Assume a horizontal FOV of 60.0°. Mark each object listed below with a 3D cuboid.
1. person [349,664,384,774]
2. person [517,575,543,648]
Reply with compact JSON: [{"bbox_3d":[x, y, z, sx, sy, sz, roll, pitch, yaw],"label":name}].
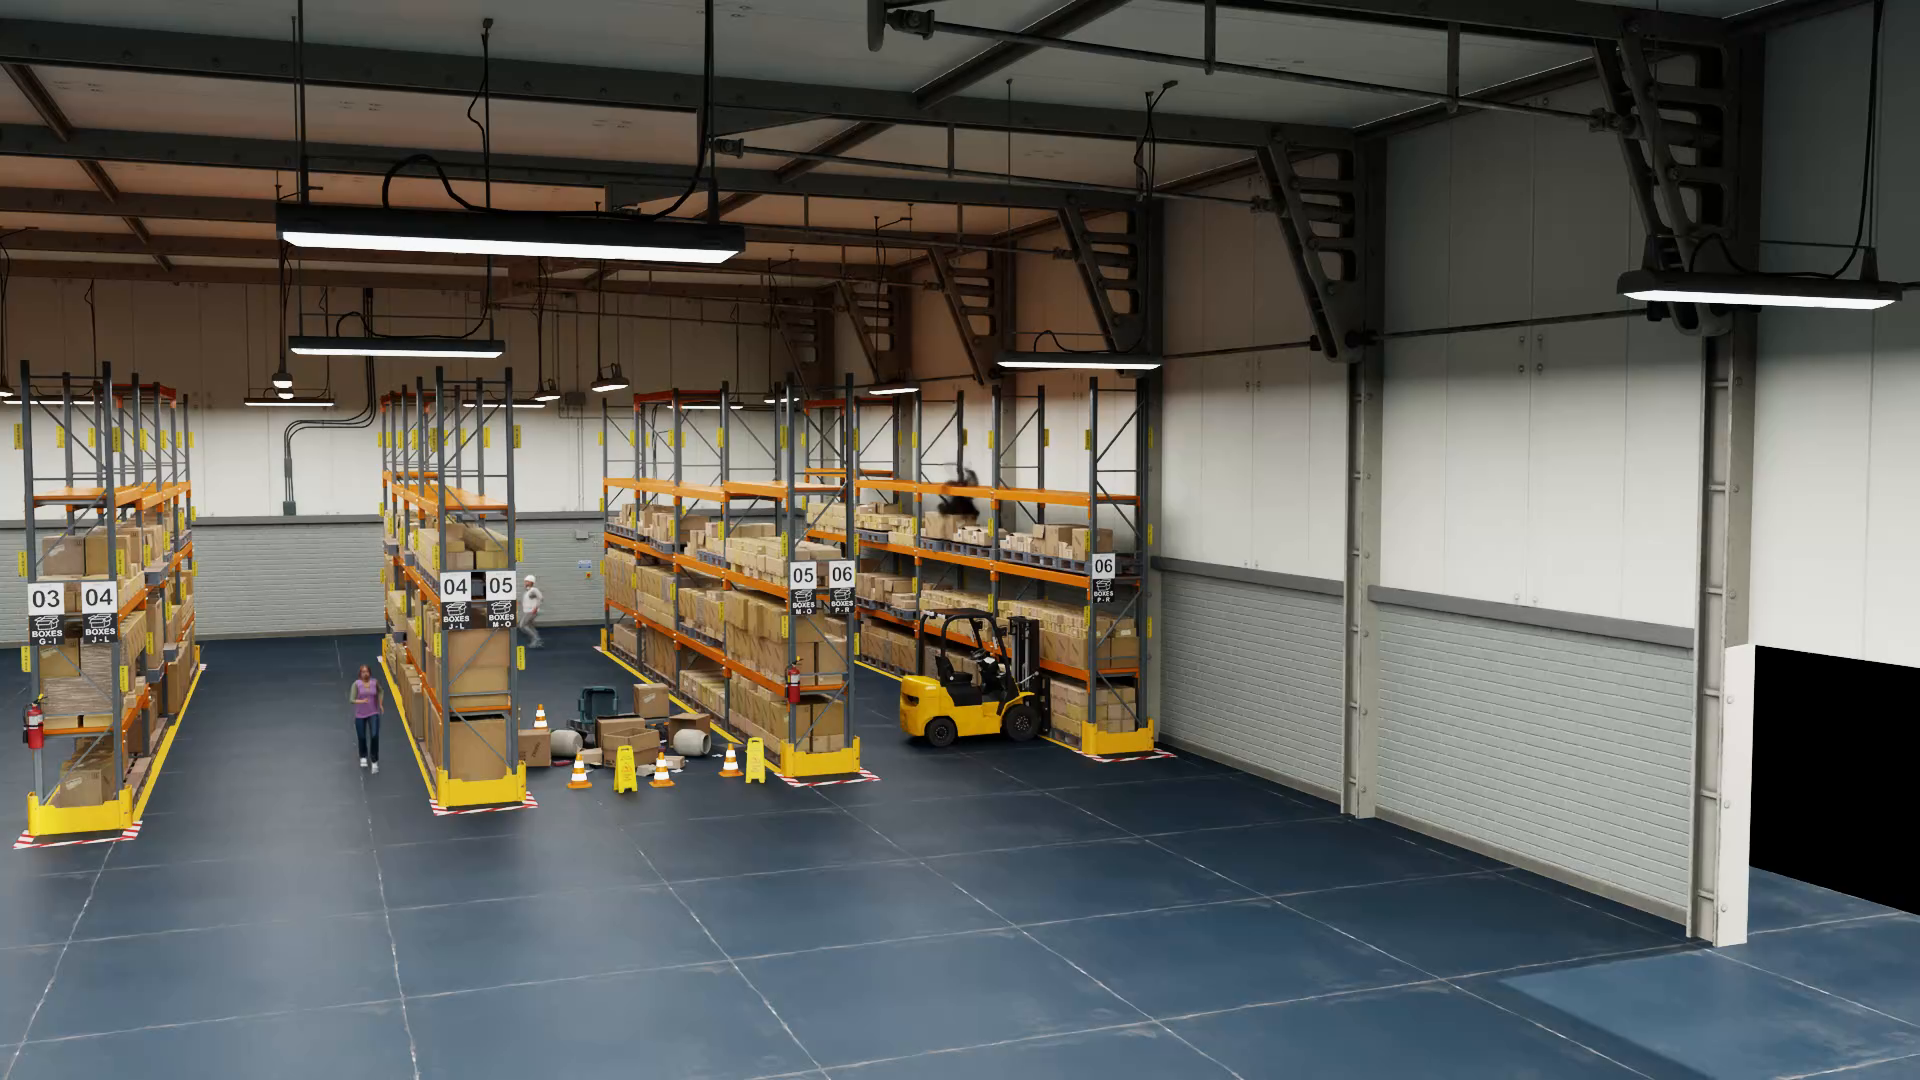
[{"bbox_3d":[-8.944,2.689,25.094,0.504,1.638,0.711,-1,4,-23],"label":"person"},{"bbox_3d":[-10.366,1.723,39.953,0.638,1.747,0.661,-2,4,-25],"label":"person"}]
